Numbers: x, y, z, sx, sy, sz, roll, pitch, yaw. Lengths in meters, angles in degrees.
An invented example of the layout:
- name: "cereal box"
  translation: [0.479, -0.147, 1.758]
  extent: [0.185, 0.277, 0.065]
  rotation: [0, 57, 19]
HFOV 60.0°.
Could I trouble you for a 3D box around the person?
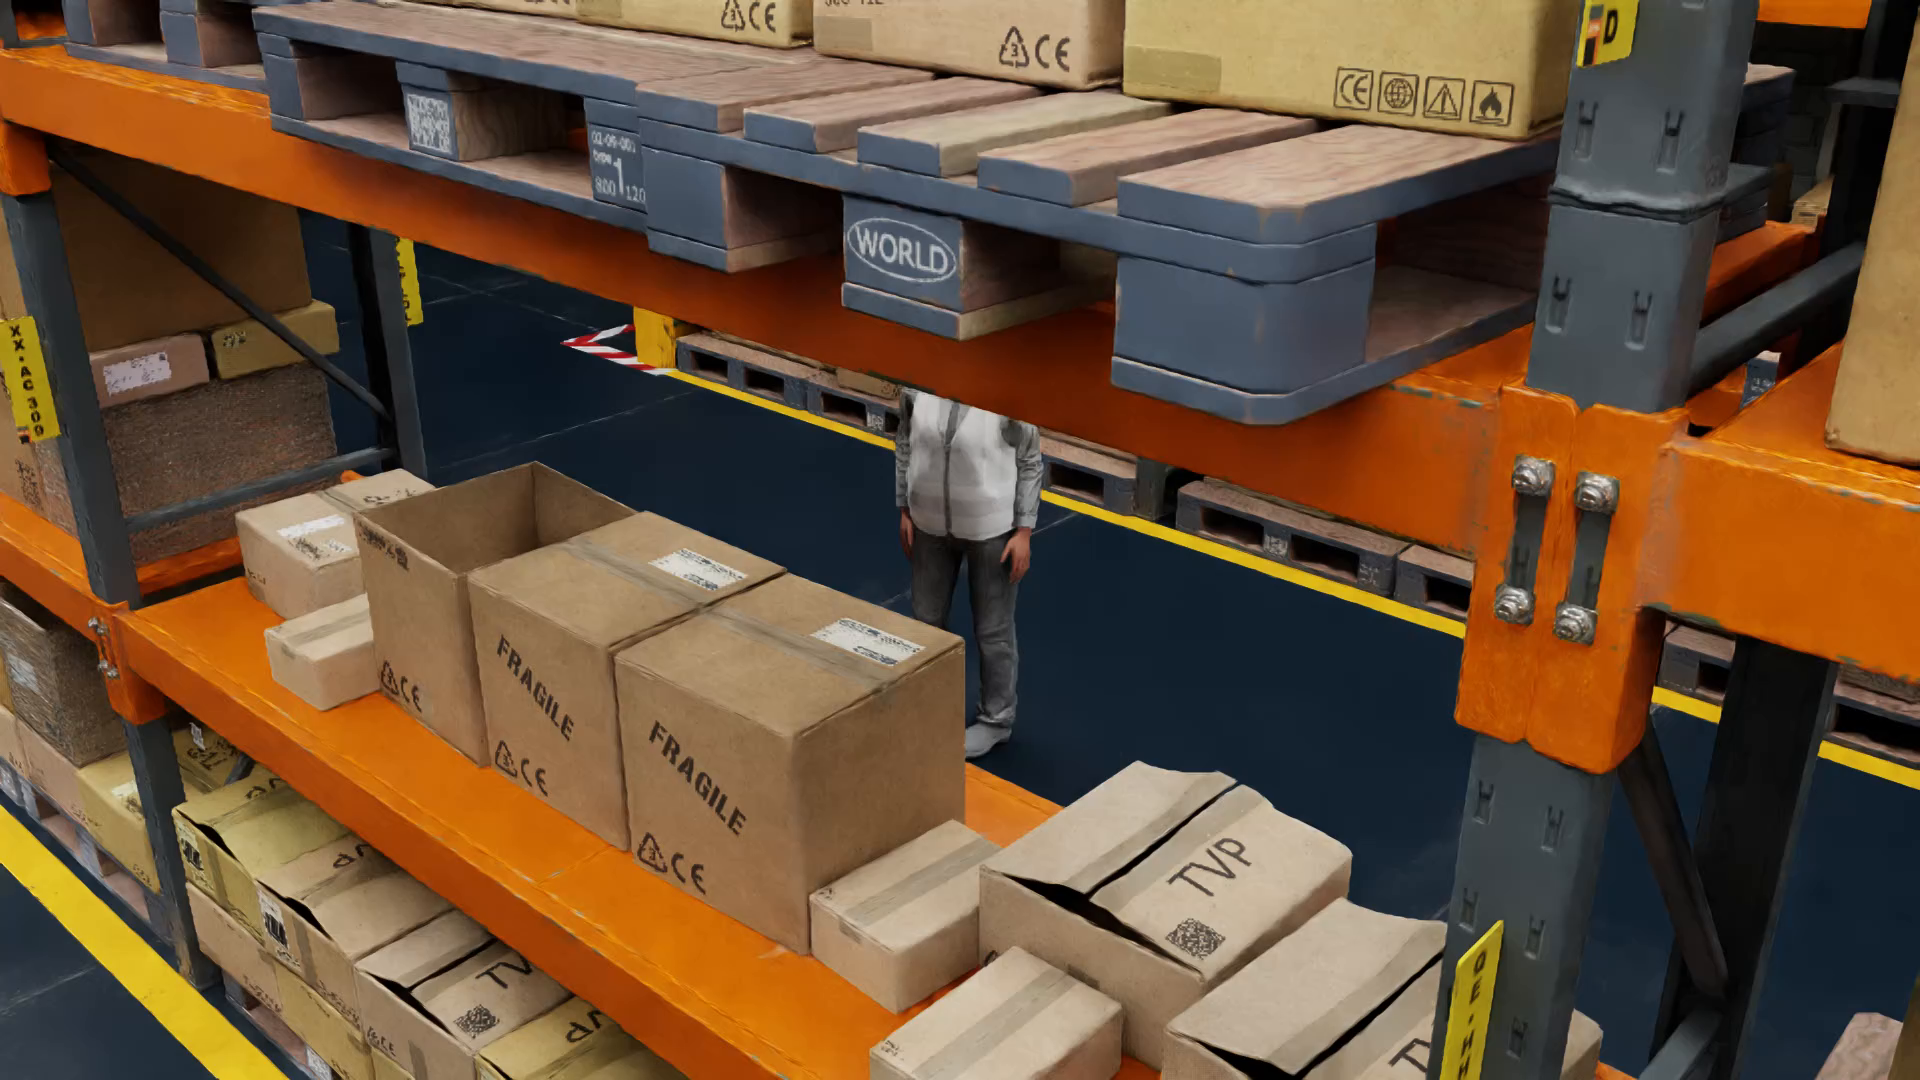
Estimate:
- name: "person"
  translation: [0.011, -0.039, 6.154]
  extent: [0.580, 1.816, 0.413]
  rotation: [9, 25, 20]
